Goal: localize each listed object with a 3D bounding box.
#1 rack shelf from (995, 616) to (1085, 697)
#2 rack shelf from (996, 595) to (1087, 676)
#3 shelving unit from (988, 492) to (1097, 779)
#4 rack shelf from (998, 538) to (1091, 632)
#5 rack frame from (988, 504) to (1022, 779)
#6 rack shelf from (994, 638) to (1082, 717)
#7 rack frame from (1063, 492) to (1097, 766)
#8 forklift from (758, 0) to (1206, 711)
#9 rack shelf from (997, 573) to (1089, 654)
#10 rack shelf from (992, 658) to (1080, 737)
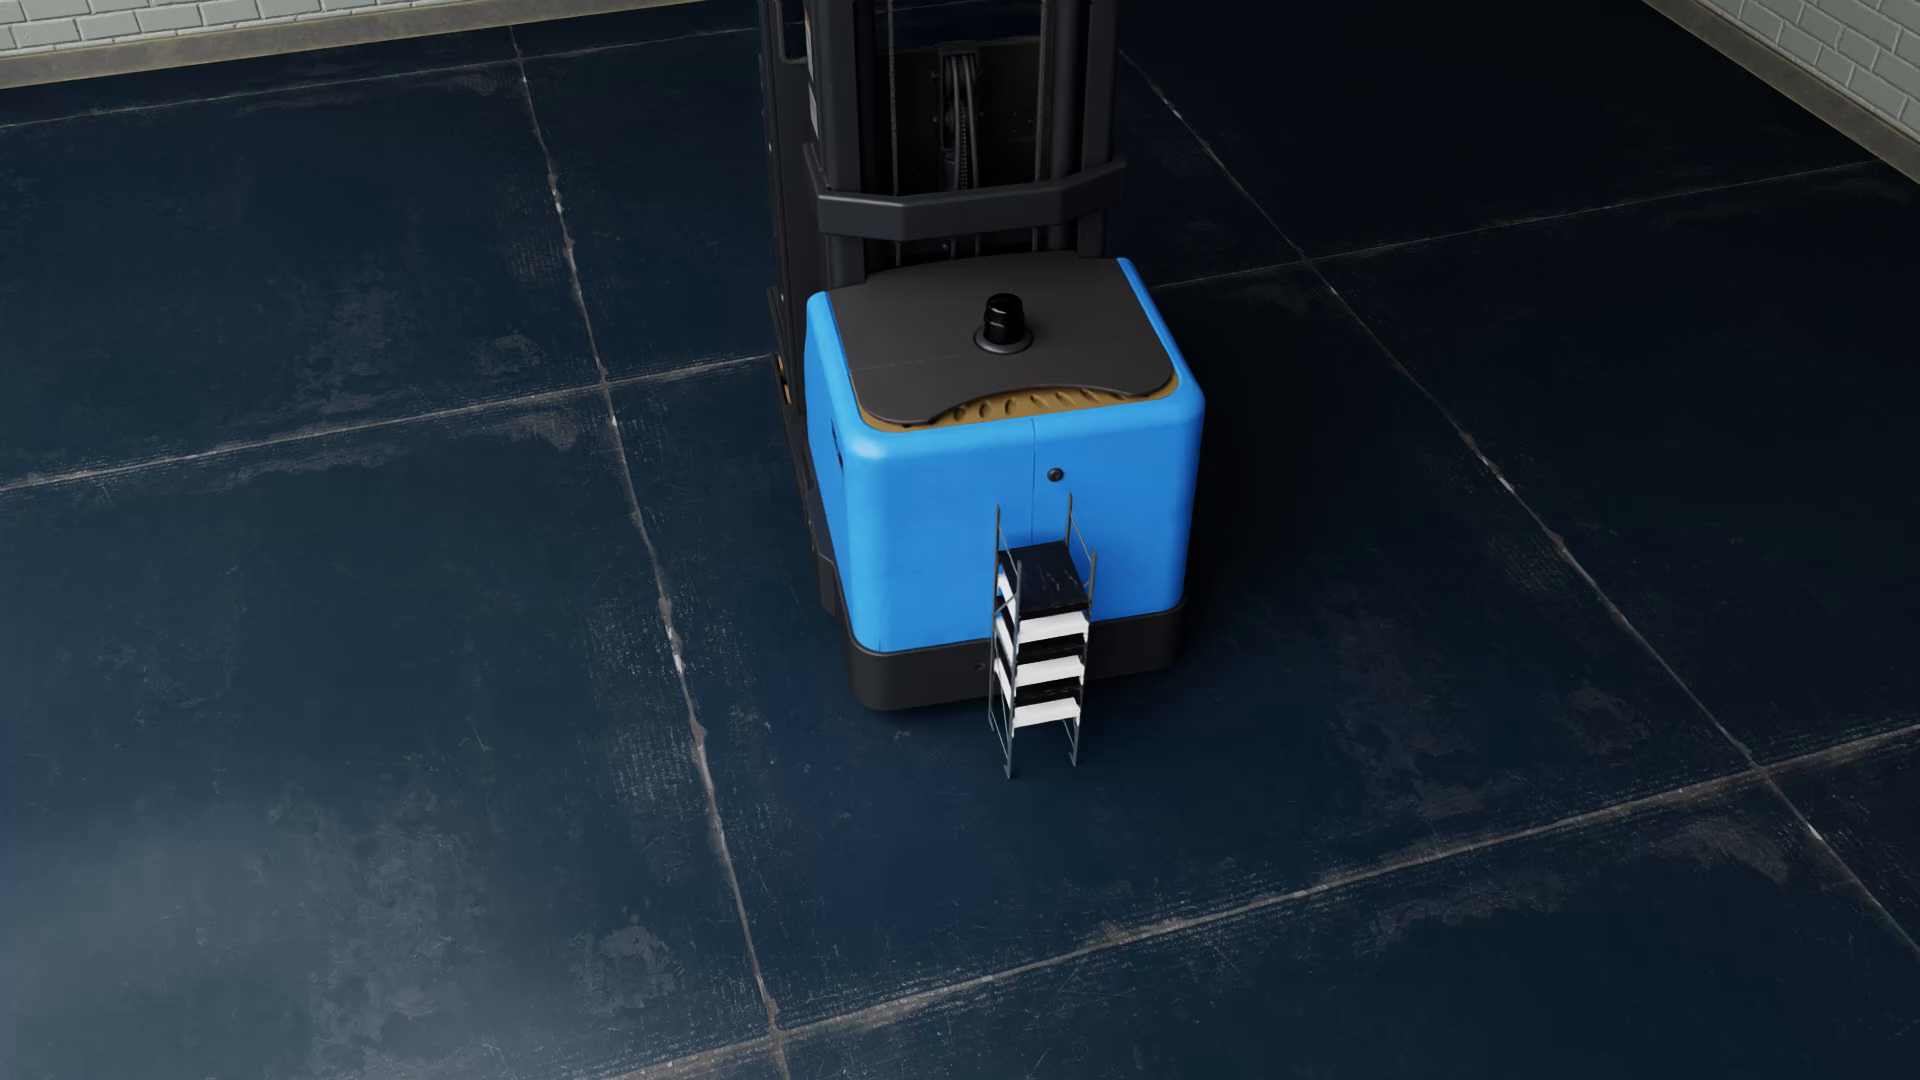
[{"bbox_3d":[0.222,0.314,4.746,0.200,0.077,0.258,-9,45,-10],"label":"rack shelf"},{"bbox_3d":[0.223,0.249,4.683,0.200,0.077,0.258,-9,45,-10],"label":"rack shelf"},{"bbox_3d":[0.222,0.290,4.723,0.210,0.900,0.258,-9,45,-10],"label":"shelving unit"},{"bbox_3d":[0.225,0.121,4.557,0.200,0.077,0.258,-9,45,-10],"label":"rack shelf"},{"bbox_3d":[0.123,0.306,4.705,0.006,0.900,0.240,-9,45,-10],"label":"rack frame"},{"bbox_3d":[0.221,0.378,4.809,0.200,0.077,0.258,-9,45,-10],"label":"rack shelf"},{"bbox_3d":[0.321,0.274,4.741,0.006,0.900,0.240,-9,45,-10],"label":"rack frame"},{"bbox_3d":[-0.107,-1.563,5.311,1.130,2.935,3.031,-8,42,-9],"label":"forklift"},{"bbox_3d":[0.224,0.185,4.620,0.200,0.077,0.258,-9,45,-10],"label":"rack shelf"},{"bbox_3d":[0.219,0.442,4.872,0.200,0.077,0.258,-9,45,-10],"label":"rack shelf"}]
